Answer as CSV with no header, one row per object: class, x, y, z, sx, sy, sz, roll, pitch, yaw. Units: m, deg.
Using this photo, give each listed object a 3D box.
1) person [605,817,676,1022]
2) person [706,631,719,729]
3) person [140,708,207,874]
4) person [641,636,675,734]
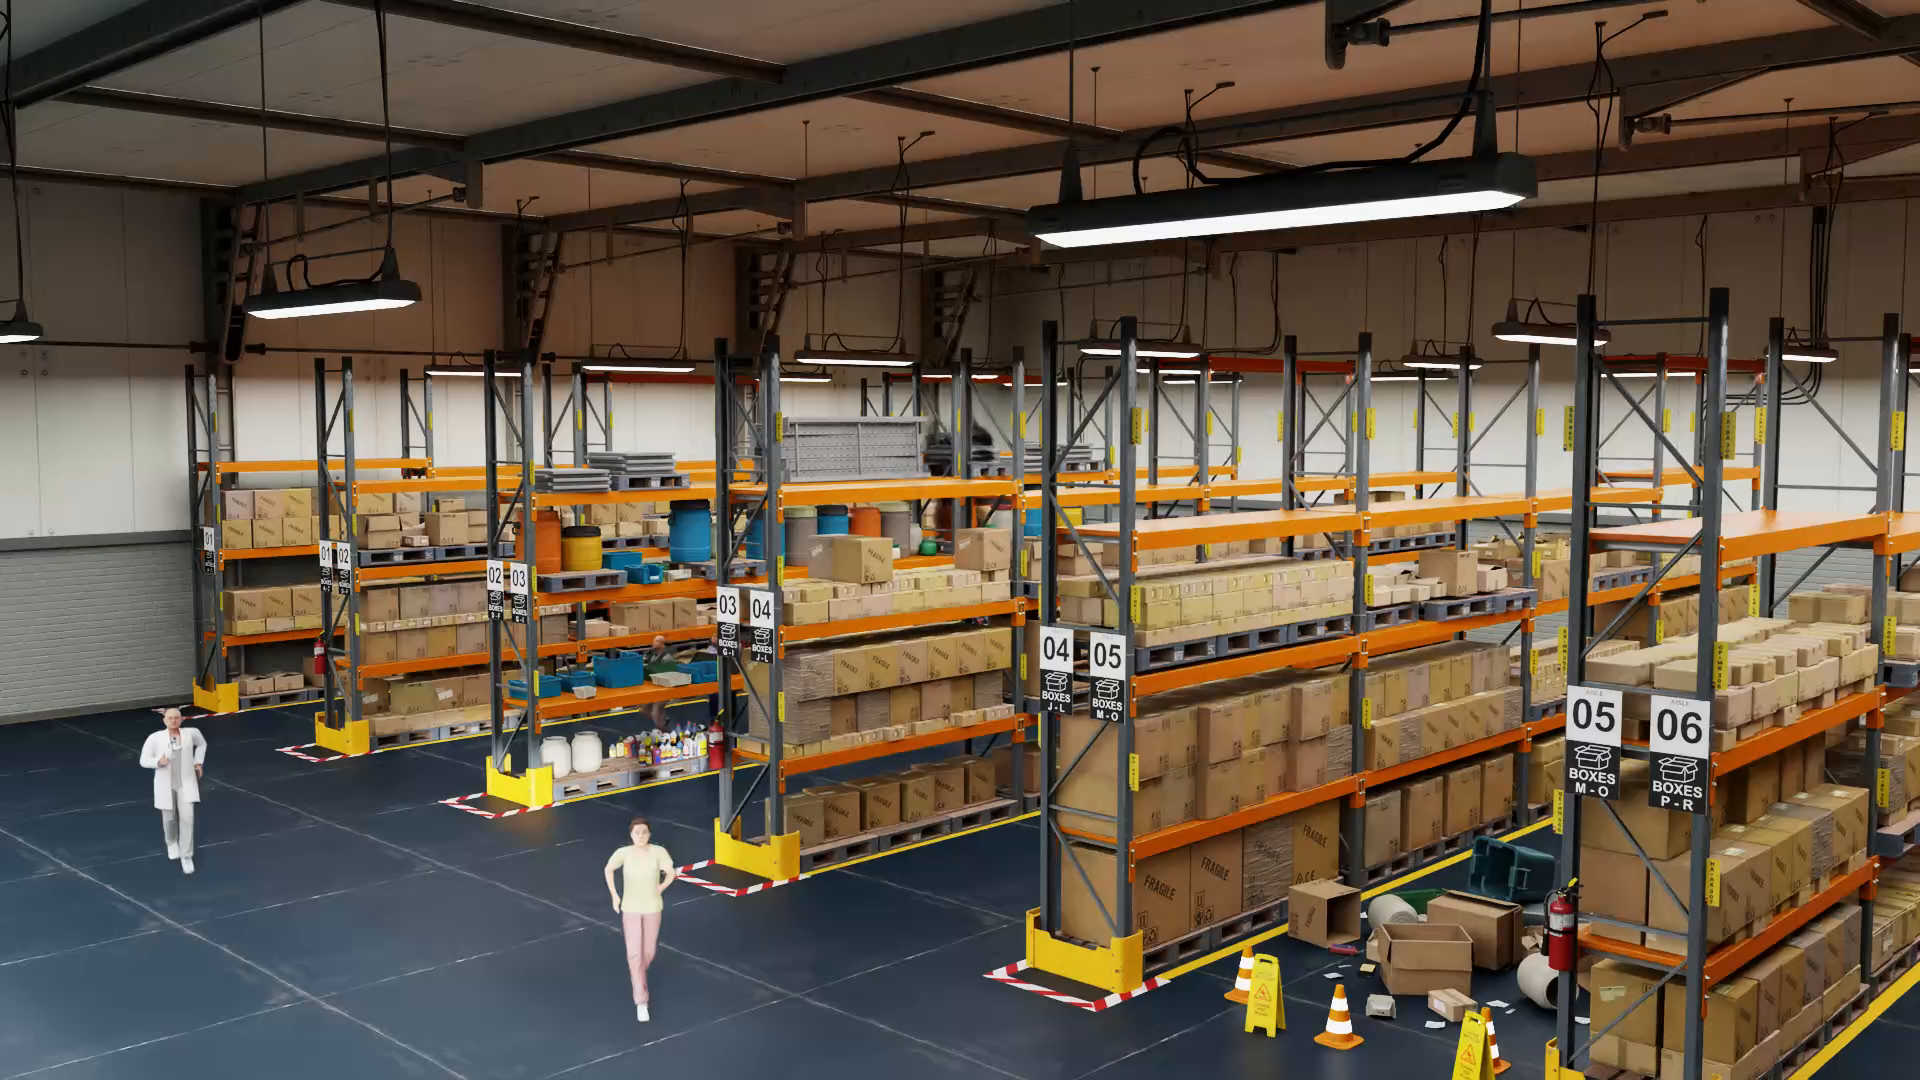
person,-2.770,3.233,14.481,0.606,1.676,0.886,-1,5,-16
person,-3.915,2.291,27.051,0.611,1.645,0.816,3,5,33
person,-8.908,2.803,18.875,0.698,1.804,0.981,-2,5,-27
person,-4.717,2.331,26.032,0.643,1.676,0.576,3,6,37
